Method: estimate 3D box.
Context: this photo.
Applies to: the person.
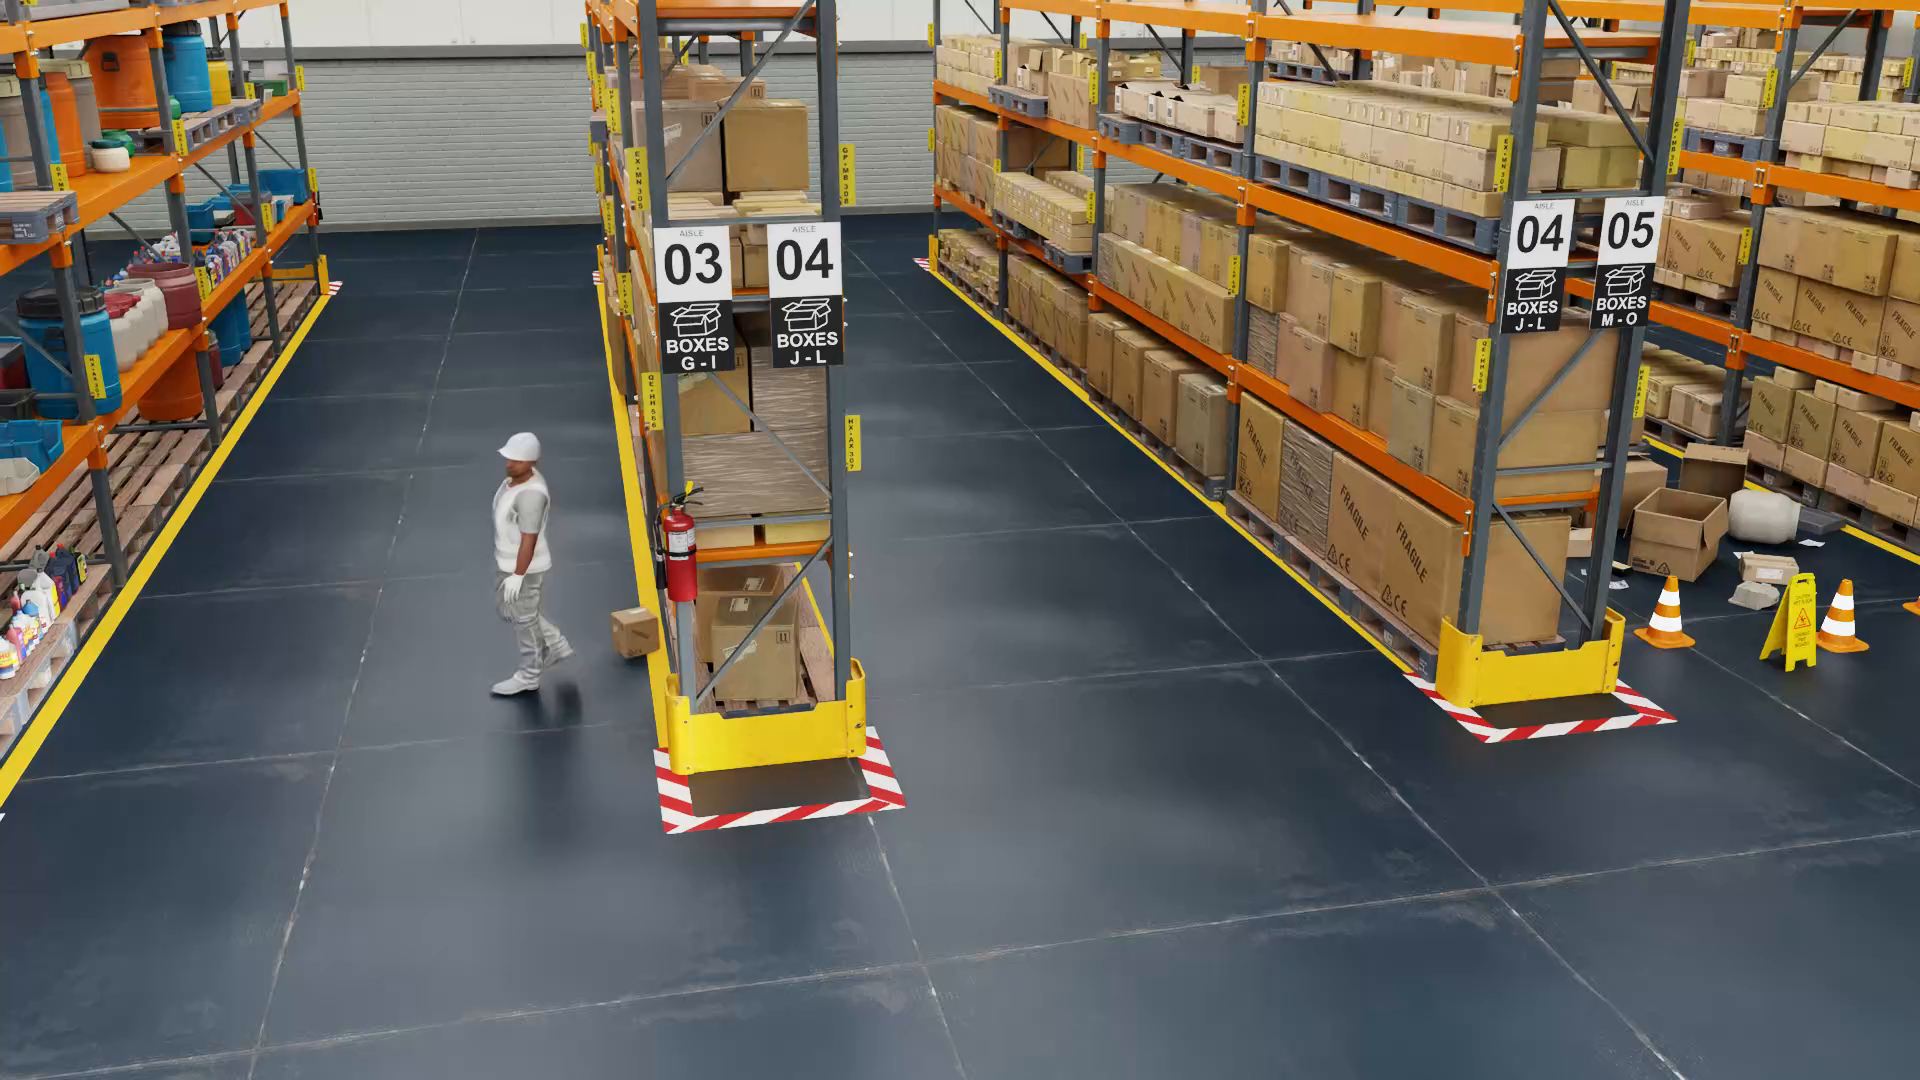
[{"bbox_3d":[-2.778,0.151,10.594,0.547,1.769,0.630,-8,21,-21],"label":"person"}]
